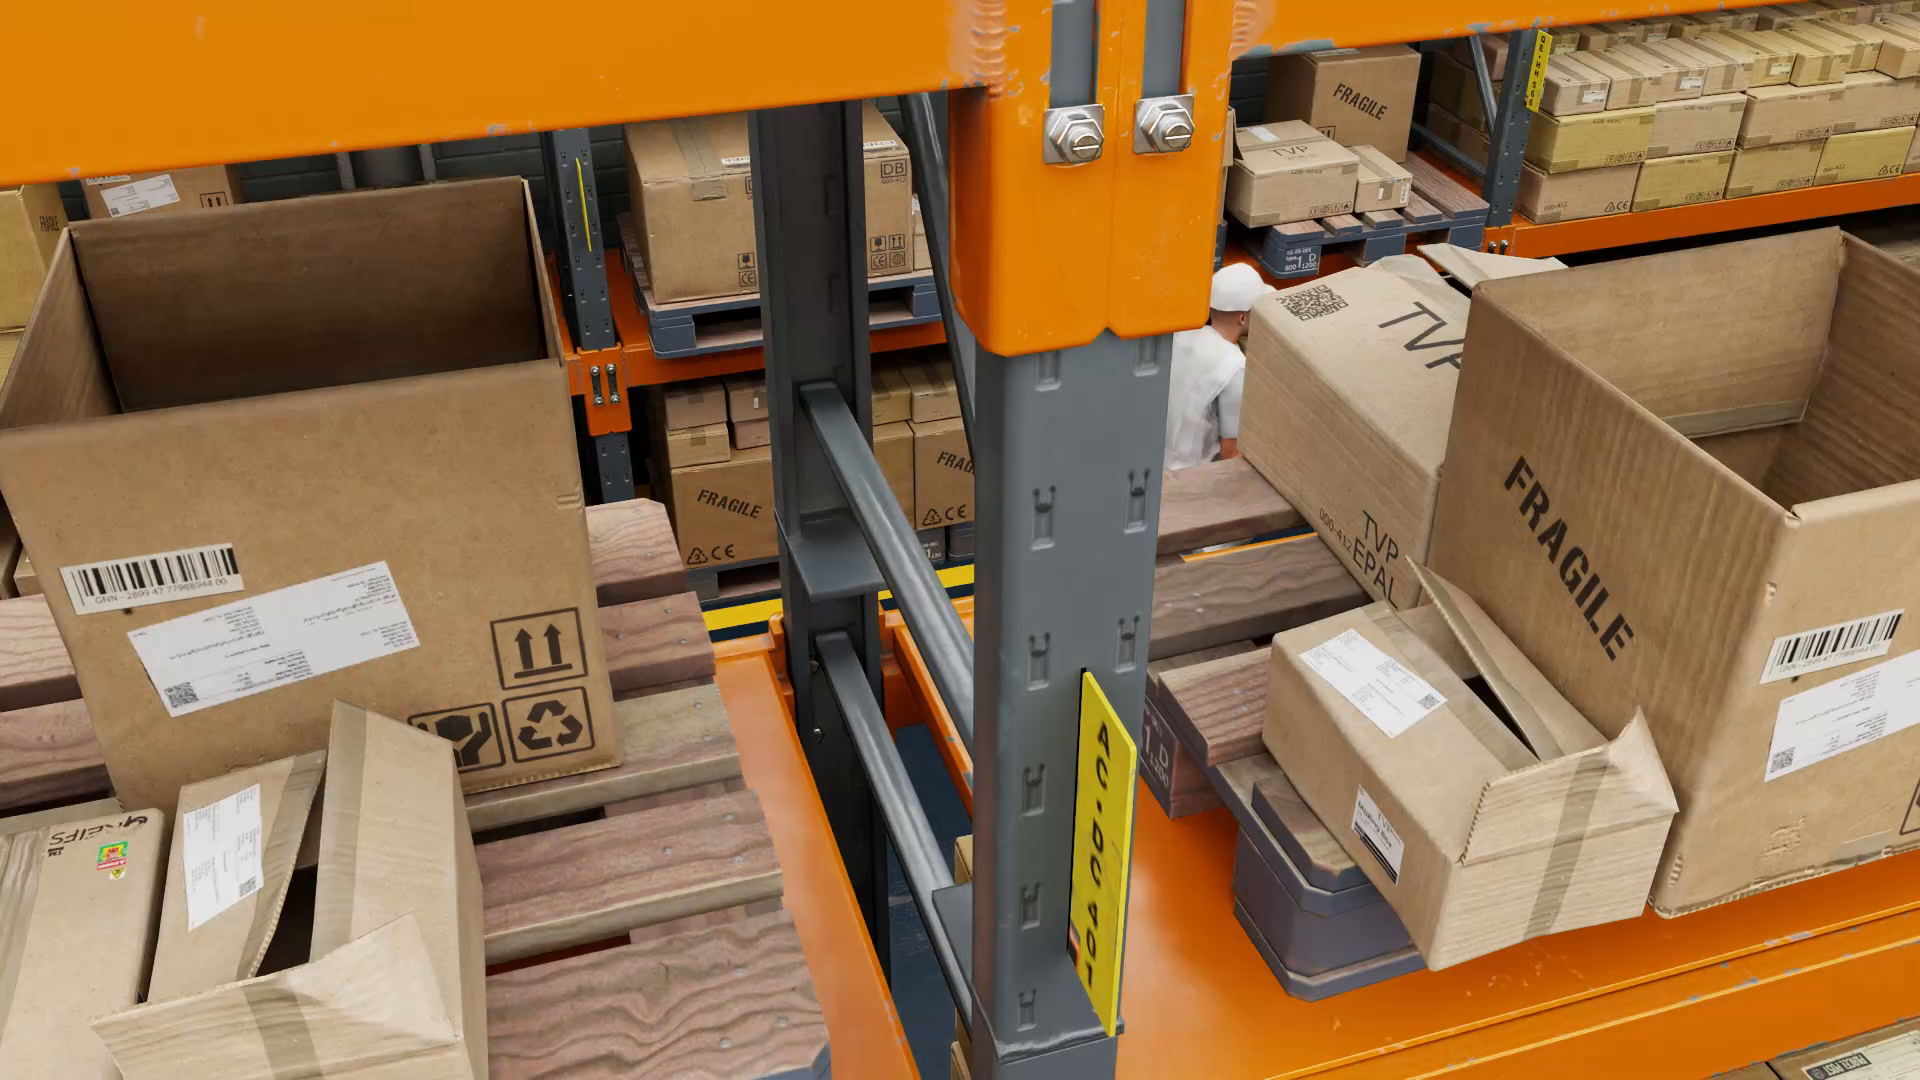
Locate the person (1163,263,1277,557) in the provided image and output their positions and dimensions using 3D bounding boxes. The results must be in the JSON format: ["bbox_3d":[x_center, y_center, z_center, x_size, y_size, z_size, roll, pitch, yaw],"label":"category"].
[{"bbox_3d":[0.960,-0.226,6.469,0.453,1.778,0.617,-13,36,-19],"label":"person"}]
